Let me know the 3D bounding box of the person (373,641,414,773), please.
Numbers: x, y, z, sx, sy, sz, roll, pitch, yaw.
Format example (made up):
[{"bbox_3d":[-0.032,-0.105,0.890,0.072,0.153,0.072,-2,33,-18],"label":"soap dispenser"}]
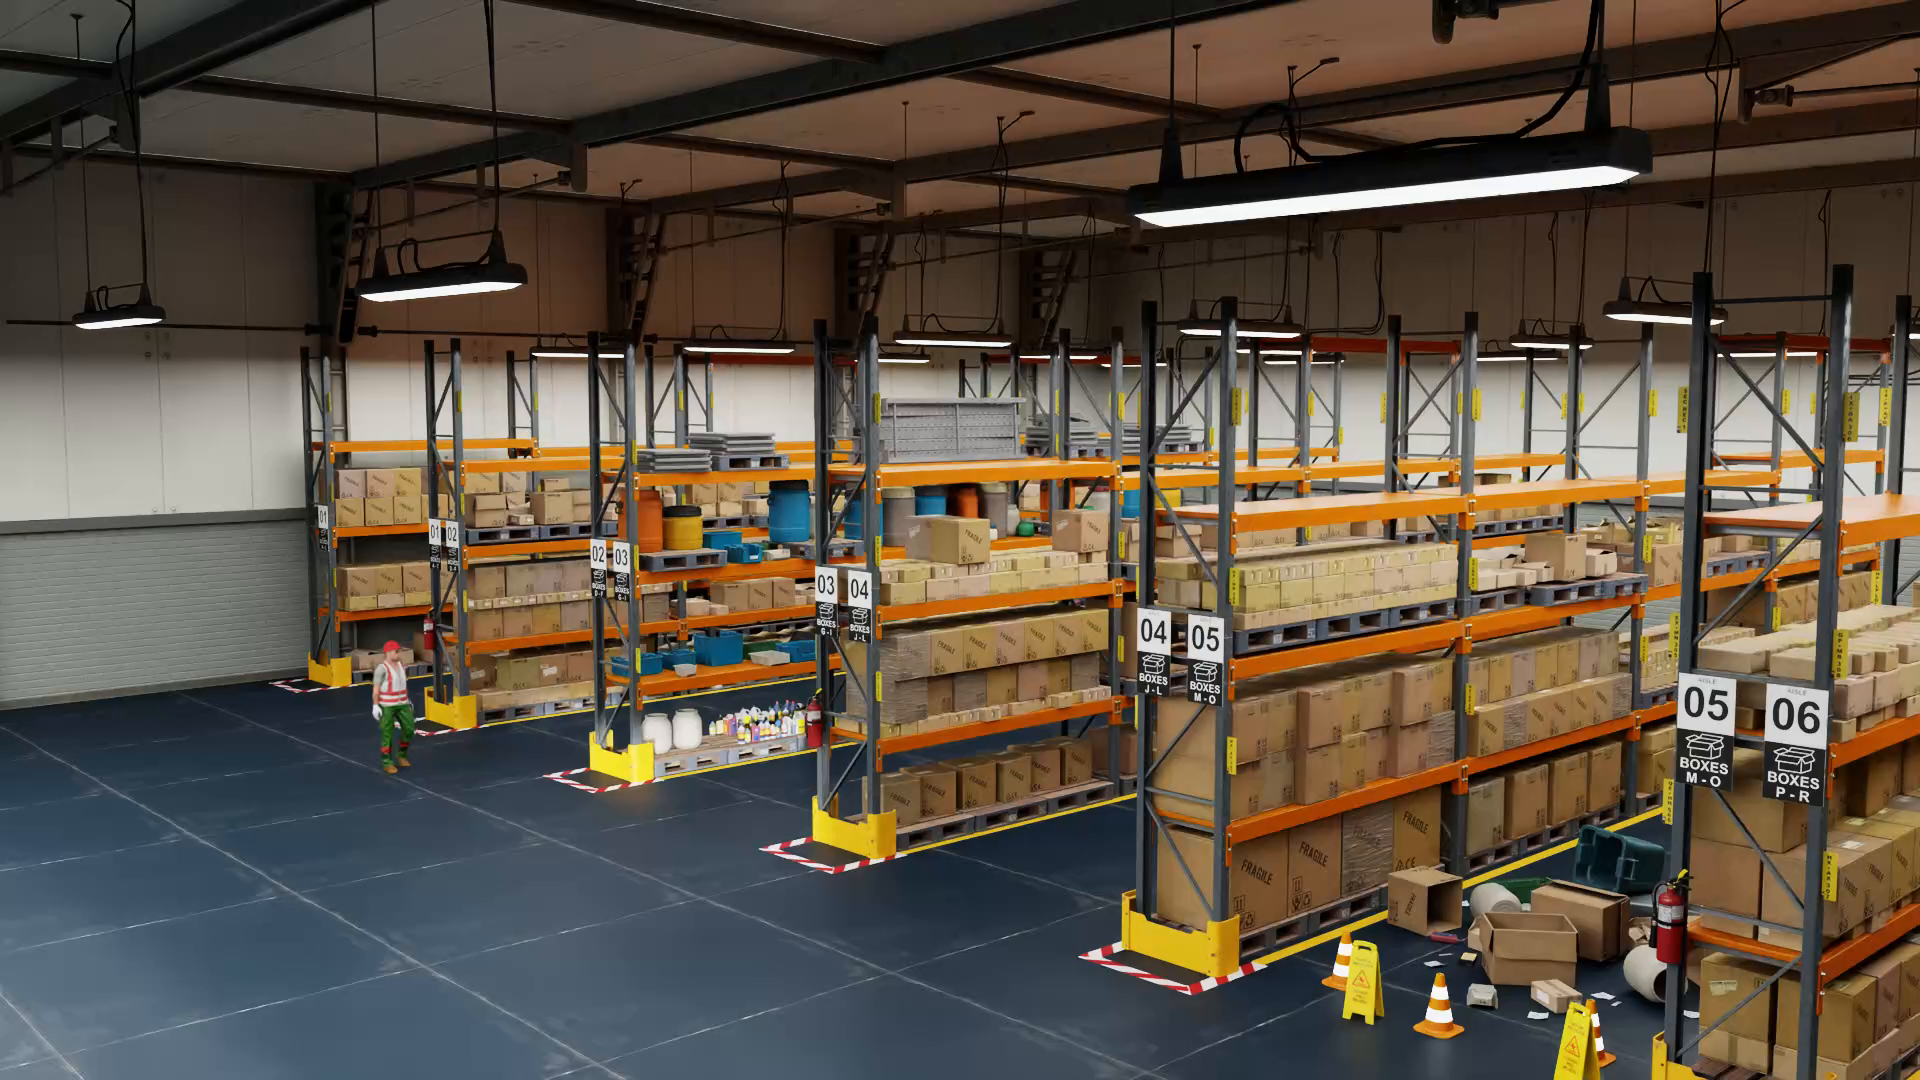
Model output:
[{"bbox_3d":[-7.787,2.276,22.796,0.424,1.802,0.648,3,6,32],"label":"person"}]
